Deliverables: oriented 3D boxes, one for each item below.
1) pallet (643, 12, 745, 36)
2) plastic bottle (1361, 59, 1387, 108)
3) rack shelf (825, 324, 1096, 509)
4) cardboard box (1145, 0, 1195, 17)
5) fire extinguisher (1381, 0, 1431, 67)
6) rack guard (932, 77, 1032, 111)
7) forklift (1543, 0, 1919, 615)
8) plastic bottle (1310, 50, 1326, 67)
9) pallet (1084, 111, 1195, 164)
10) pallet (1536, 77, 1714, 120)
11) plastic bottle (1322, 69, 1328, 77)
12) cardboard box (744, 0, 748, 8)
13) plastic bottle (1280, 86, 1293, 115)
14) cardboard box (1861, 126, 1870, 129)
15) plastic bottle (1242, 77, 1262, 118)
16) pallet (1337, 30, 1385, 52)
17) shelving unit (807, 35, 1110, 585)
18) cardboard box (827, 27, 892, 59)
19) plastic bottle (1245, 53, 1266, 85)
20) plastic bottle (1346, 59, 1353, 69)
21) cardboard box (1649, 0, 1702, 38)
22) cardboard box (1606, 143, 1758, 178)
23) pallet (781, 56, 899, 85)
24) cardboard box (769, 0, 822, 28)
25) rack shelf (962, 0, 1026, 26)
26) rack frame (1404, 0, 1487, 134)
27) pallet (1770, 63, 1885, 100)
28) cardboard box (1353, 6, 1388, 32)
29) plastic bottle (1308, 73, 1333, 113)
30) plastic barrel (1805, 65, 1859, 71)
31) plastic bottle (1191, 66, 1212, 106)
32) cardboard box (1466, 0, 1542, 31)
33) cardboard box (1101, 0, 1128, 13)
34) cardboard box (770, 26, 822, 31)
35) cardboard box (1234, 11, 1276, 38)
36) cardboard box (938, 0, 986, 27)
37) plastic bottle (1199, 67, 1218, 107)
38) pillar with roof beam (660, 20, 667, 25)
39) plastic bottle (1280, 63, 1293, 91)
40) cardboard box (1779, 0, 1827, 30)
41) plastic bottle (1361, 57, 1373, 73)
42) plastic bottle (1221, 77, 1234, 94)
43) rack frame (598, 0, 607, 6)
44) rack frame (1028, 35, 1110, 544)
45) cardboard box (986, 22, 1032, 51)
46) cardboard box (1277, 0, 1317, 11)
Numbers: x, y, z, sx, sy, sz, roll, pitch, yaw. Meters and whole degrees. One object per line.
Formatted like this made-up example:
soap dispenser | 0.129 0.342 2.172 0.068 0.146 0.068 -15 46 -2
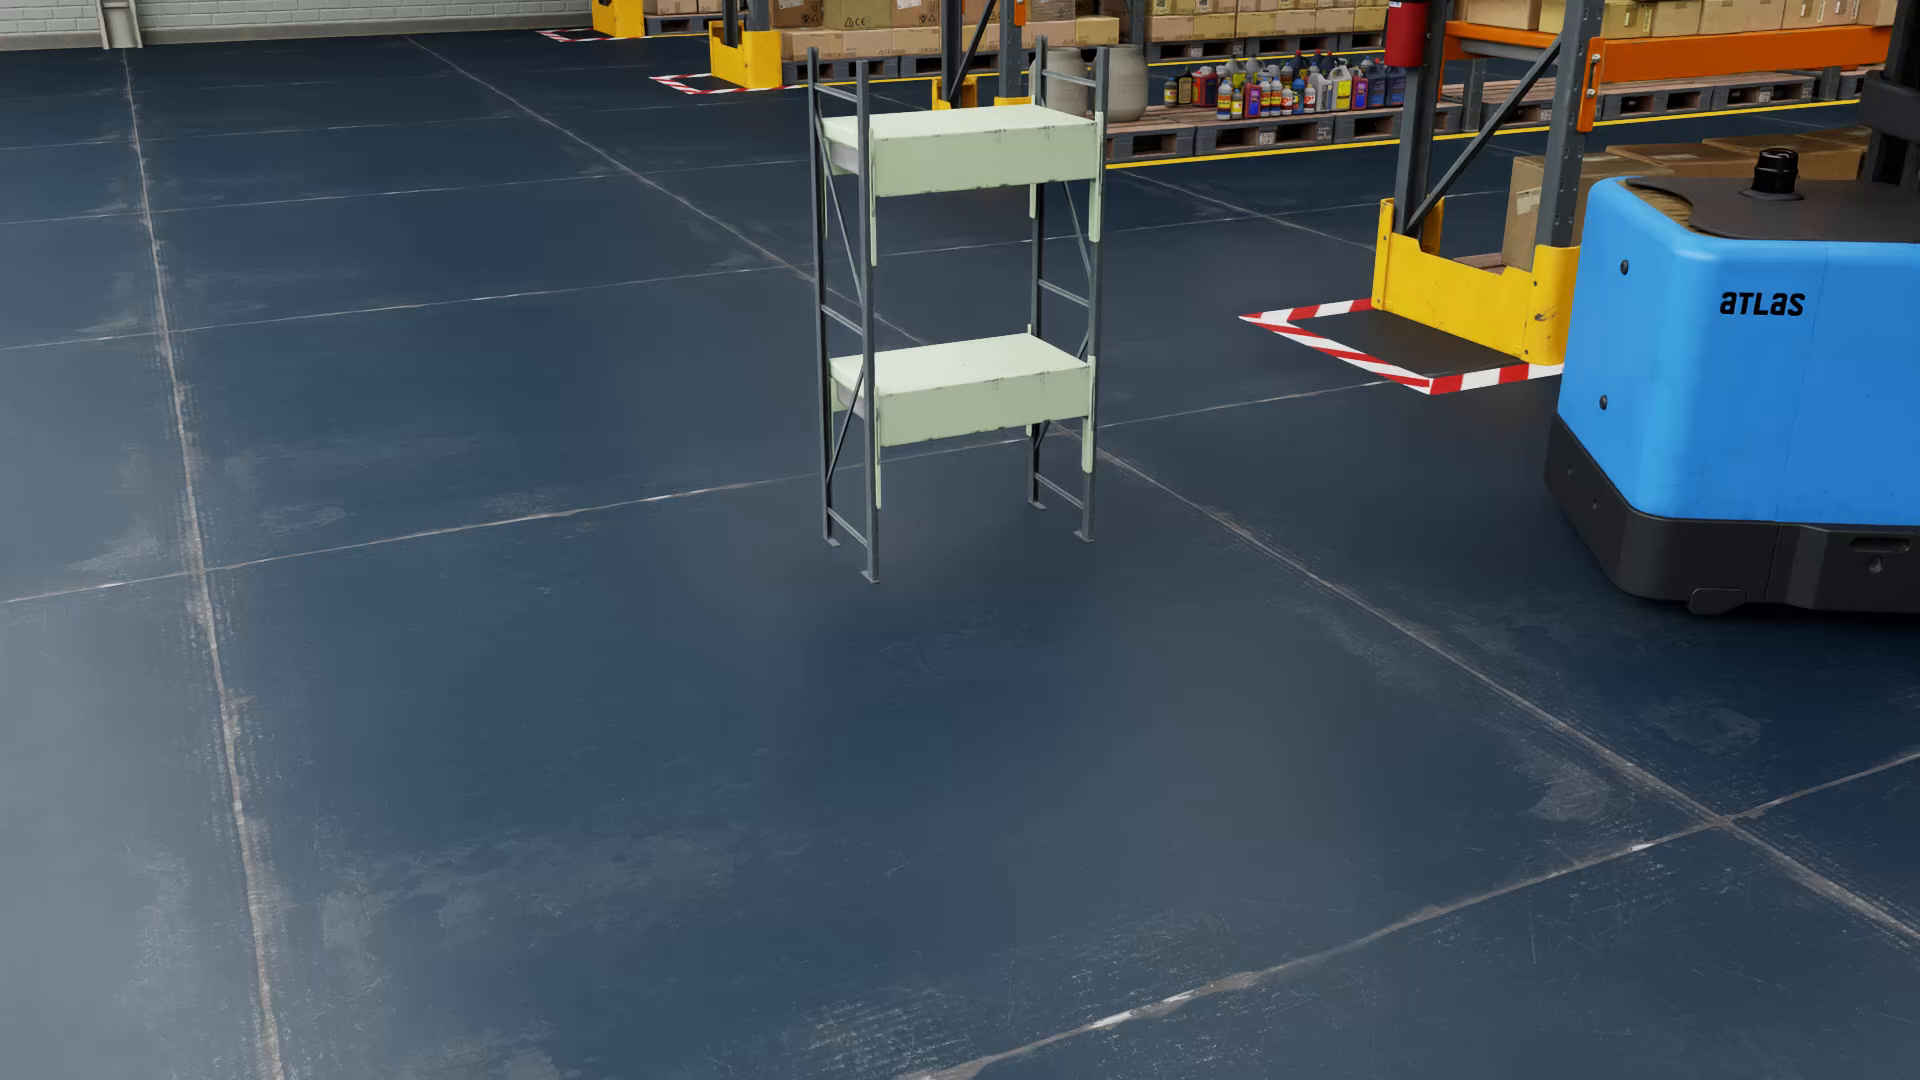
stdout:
pallet | -3.343 -6.299 20.192 1.213 0.211 1.003 -10 25 -24
plastic bottle | 3.114 -3.443 12.535 0.185 0.351 0.144 -12 25 -26
rack shelf | -0.006 -0.391 5.085 0.720 0.370 0.431 -10 25 -24
cardboard box | 2.077 -5.575 17.109 0.500 0.311 0.500 -10 25 -23
fire extinguisher | 1.983 -2.436 7.313 0.183 0.674 0.296 -10 25 -24
rack guard | 0.186 -2.912 11.632 0.348 0.500 1.175 -10 25 -24
forklift | 3.415 -1.273 4.494 3.031 2.935 1.130 2 23 5
plastic bottle | 2.834 -3.690 13.132 0.185 0.351 0.144 -10 24 -22
pallet | 0.920 -2.912 12.008 1.213 0.211 1.003 -10 25 -24
pallet | 5.533 -3.761 14.060 1.213 0.211 1.003 -10 25 -24
plastic bottle | 2.755 -3.390 12.493 0.133 0.283 0.061 -10 25 -24
cardboard box | -2.300 -6.784 20.409 0.500 0.500 0.700 -12 25 -27
plastic bottle | 2.395 -3.232 12.220 0.097 0.201 0.097 0 22 0
cardboard box | 4.999 -1.884 8.598 0.500 0.500 0.500 -3 23 -7
plastic bottle | 2.118 -3.211 12.062 0.133 0.283 0.061 -10 25 -23
pallet | 4.442 -5.662 18.651 1.213 0.211 1.003 -10 25 -24
shelving unit | -0.006 -0.692 4.960 0.755 1.500 0.431 -10 25 -24
cardboard box | -0.979 -4.766 15.888 0.500 0.250 0.500 -10 25 -24
plastic bottle | 2.281 -3.589 12.886 0.185 0.351 0.144 -11 25 -24
plastic bottle | 3.032 -3.649 13.119 0.133 0.283 0.061 -10 25 -24
cardboard box | 2.879 -2.215 7.009 0.250 0.149 0.380 -10 25 -24
cardboard box | 3.379 -1.579 7.863 0.500 0.500 0.500 -4 23 -10
pallet | -1.337 -4.599 16.084 1.213 0.211 1.003 -10 25 -24
cardboard box | -1.653 -5.208 15.974 0.500 0.500 0.500 -10 25 -24
rack shelf | 1.940 -4.038 12.023 4.000 0.370 1.077 -10 25 -24
rack frame | 3.742 -4.702 12.687 0.127 3.000 1.000 -10 25 -24
pallet | 8.038 -4.222 15.174 1.213 0.211 1.003 -10 25 -24
cardboard box | 4.370 -5.739 18.238 0.500 0.250 0.500 -11 25 -24
plastic bottle | 2.674 -3.330 12.358 0.135 0.276 0.152 -10 24 -23
plastic barrel | 7.779 -4.644 14.835 0.708 0.830 0.600 -10 25 -24
plastic bottle | 1.841 -3.471 12.700 0.135 0.276 0.152 -10 25 -23
cardboard box | 2.453 -2.334 7.295 0.250 0.149 0.380 -10 25 -24
cardboard box | 1.837 -5.758 17.552 0.500 0.311 0.500 -10 25 -24
cardboard box | -1.652 -4.860 16.116 0.500 0.250 0.500 -10 25 -24
cardboard box | 2.994 -5.486 17.627 0.500 0.250 0.500 -11 25 -25
cardboard box | -0.075 -5.276 16.140 0.500 0.500 0.500 -10 25 -24
plastic bottle | 1.888 -3.438 12.610 0.133 0.283 0.061 -10 25 -24
pillar with roof beam | -2.037 -9.155 15.601 0.400 9.000 9.100 -10 25 -24
plastic bottle | 2.548 -3.585 12.981 0.097 0.271 0.097 0 22 0
cardboard box | 3.556 -2.339 7.308 0.250 0.149 0.380 -10 25 -24
plastic bottle | 3.264 -3.743 13.362 0.097 0.271 0.097 0 22 0
plastic bottle | 2.037 -3.420 12.674 0.097 0.201 0.097 0 22 0
rack frame | -4.159 -7.453 19.332 0.127 3.000 1.000 -10 25 -24
rack frame | 0.324 -0.753 5.107 0.023 1.500 0.400 -10 25 -24
cardboard box | 0.375 -5.013 16.486 0.500 0.250 0.500 -10 25 -24
cardboard box | 3.462 -5.830 17.726 0.500 0.311 0.500 -10 24 -22
